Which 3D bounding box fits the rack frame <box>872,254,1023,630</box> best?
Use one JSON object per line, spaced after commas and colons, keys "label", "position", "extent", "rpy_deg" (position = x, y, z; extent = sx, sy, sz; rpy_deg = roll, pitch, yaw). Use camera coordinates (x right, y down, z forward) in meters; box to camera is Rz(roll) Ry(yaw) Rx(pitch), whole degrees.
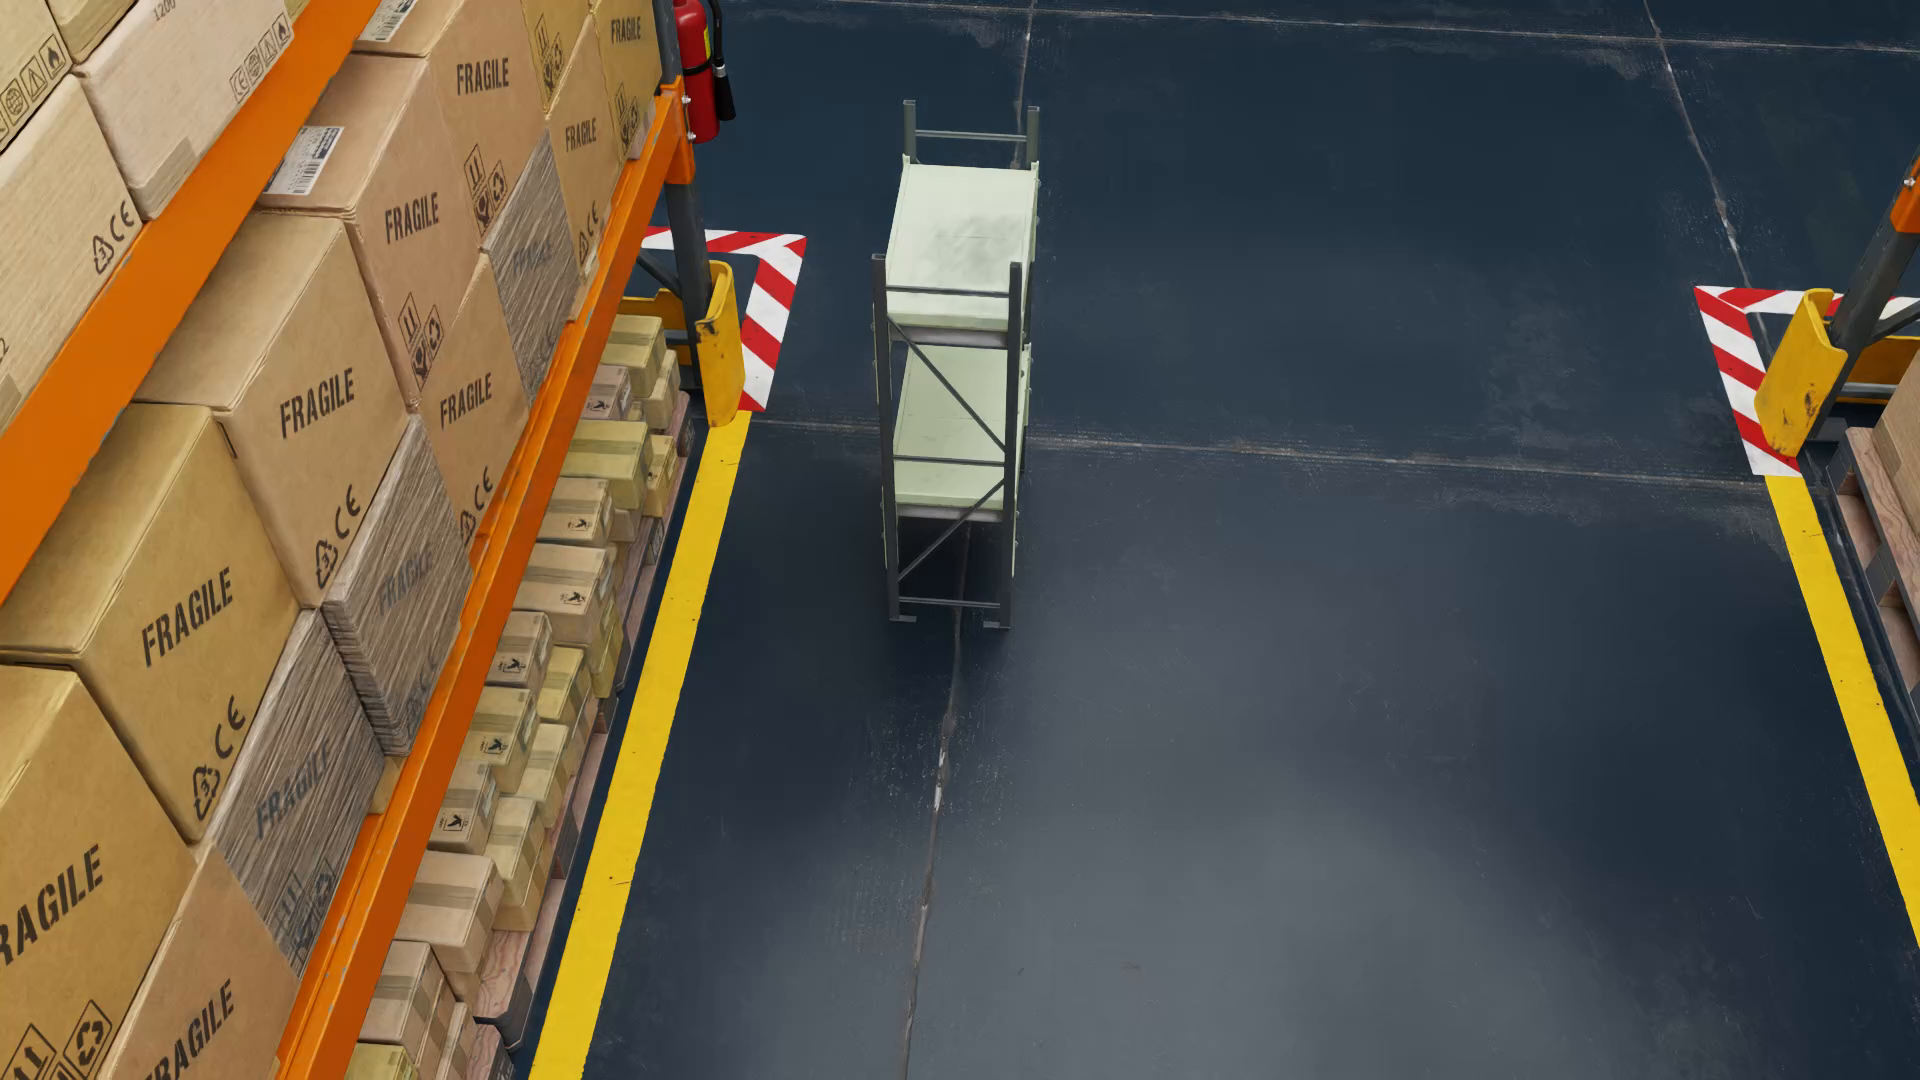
{"label": "rack frame", "position": [-0.034, -0.232, 4.946], "extent": [0.400, 1.500, 0.023], "rpy_deg": [4, 48, 4]}

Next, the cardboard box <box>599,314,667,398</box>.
{"label": "cardboard box", "position": [-1.196, -0.620, 5.529], "extent": [0.380, 0.149, 0.250], "rpy_deg": [4, 48, 4]}

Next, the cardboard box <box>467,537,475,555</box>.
{"label": "cardboard box", "position": [-1.363, 0.021, 3.868], "extent": [0.380, 0.149, 0.250], "rpy_deg": [5, 48, 5]}

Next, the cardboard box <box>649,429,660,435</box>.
{"label": "cardboard box", "position": [-1.241, -0.425, 5.753], "extent": [0.380, 0.149, 0.250], "rpy_deg": [5, 48, 4]}

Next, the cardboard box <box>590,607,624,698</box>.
{"label": "cardboard box", "position": [-1.243, 0.334, 5.060], "extent": [0.380, 0.149, 0.250], "rpy_deg": [2, 48, 2]}

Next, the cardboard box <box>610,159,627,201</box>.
{"label": "cardboard box", "position": [-1.209, -1.122, 4.914], "extent": [0.380, 0.149, 0.250], "rpy_deg": [4, 48, 3]}

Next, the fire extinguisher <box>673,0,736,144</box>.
{"label": "fire extinguisher", "position": [-0.918, -1.648, 5.530], "extent": [0.296, 0.674, 0.183], "rpy_deg": [4, 48, 4]}

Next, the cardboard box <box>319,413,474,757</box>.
{"label": "cardboard box", "position": [-1.349, 0.081, 3.374], "extent": [0.500, 0.500, 0.500], "rpy_deg": [3, 48, 3]}

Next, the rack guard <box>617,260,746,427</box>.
{"label": "rack guard", "position": [-1.407, -0.746, 6.094], "extent": [1.175, 0.500, 0.348], "rpy_deg": [4, 48, 4]}

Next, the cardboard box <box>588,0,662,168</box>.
{"label": "cardboard box", "position": [-1.185, -1.432, 4.758], "extent": [0.500, 0.500, 0.500], "rpy_deg": [5, 48, 4]}

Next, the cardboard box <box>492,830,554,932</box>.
{"label": "cardboard box", "position": [-1.334, 0.912, 4.531], "extent": [0.380, 0.149, 0.250], "rpy_deg": [3, 48, 2]}

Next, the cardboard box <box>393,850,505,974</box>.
{"label": "cardboard box", "position": [-1.363, 0.912, 4.128], "extent": [0.380, 0.149, 0.250], "rpy_deg": [5, 48, 4]}

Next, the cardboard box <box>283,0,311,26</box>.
{"label": "cardboard box", "position": [-1.305, -1.124, 2.815], "extent": [0.500, 0.250, 0.500], "rpy_deg": [6, 48, 5]}

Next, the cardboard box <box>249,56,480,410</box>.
{"label": "cardboard box", "position": [-1.324, -0.620, 3.338], "extent": [0.500, 0.500, 0.500], "rpy_deg": [2, 48, 2]}

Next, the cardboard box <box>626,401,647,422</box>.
{"label": "cardboard box", "position": [-1.242, -0.330, 5.465], "extent": [0.380, 0.149, 0.250], "rpy_deg": [3, 48, 3]}

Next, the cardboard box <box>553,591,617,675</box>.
{"label": "cardboard box", "position": [-1.244, 0.245, 4.939], "extent": [0.380, 0.149, 0.250], "rpy_deg": [5, 48, 4]}

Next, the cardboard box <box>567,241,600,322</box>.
{"label": "cardboard box", "position": [-1.216, -0.748, 4.571], "extent": [0.380, 0.149, 0.250], "rpy_deg": [5, 48, 5]}

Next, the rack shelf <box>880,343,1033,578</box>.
{"label": "rack shelf", "position": [-0.001, -0.281, 5.433], "extent": [0.431, 0.370, 0.720], "rpy_deg": [4, 48, 4]}

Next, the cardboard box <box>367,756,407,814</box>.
{"label": "cardboard box", "position": [-1.373, 0.418, 3.505], "extent": [0.380, 0.149, 0.250], "rpy_deg": [5, 48, 4]}

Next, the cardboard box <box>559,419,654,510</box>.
{"label": "cardboard box", "position": [-1.173, -0.240, 5.181], "extent": [0.380, 0.149, 0.250], "rpy_deg": [3, 48, 3]}

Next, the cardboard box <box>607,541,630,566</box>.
{"label": "cardboard box", "position": [-1.273, -0.040, 5.402], "extent": [0.380, 0.149, 0.250], "rpy_deg": [4, 48, 3]}

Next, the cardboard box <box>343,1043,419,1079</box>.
{"label": "cardboard box", "position": [-1.469, 1.286, 3.785], "extent": [0.380, 0.149, 0.250], "rpy_deg": [3, 48, 3]}

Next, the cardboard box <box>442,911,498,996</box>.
{"label": "cardboard box", "position": [-1.417, 0.997, 4.252], "extent": [0.380, 0.149, 0.250], "rpy_deg": [6, 48, 5]}

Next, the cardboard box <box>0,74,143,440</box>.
{"label": "cardboard box", "position": [-1.423, -0.359, 2.115], "extent": [0.500, 0.250, 0.500], "rpy_deg": [3, 48, 3]}

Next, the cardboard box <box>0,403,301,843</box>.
{"label": "cardboard box", "position": [-1.449, 0.125, 2.656], "extent": [0.500, 0.500, 0.500], "rpy_deg": [3, 48, 2]}

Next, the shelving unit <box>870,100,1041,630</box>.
{"label": "shelving unit", "position": [-0.001, -0.501, 5.192], "extent": [0.431, 1.500, 0.755], "rpy_deg": [4, 48, 4]}

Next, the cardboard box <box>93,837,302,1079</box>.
{"label": "cardboard box", "position": [-1.469, 0.812, 2.705], "extent": [0.500, 0.500, 0.500], "rpy_deg": [3, 48, 3]}

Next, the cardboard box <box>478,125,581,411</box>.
{"label": "cardboard box", "position": [-1.274, -0.681, 4.071], "extent": [0.500, 0.500, 0.500], "rpy_deg": [4, 48, 4]}

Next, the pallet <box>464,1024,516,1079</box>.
{"label": "pallet", "position": [-1.739, 1.739, 4.017], "extent": [1.003, 0.211, 1.213], "rpy_deg": [4, 48, 4]}

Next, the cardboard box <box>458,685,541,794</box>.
{"label": "cardboard box", "position": [-1.359, 0.527, 4.479], "extent": [0.380, 0.149, 0.250], "rpy_deg": [4, 48, 4]}

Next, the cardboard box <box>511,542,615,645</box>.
{"label": "cardboard box", "position": [-1.229, 0.147, 4.827], "extent": [0.380, 0.149, 0.250], "rpy_deg": [5, 48, 5]}

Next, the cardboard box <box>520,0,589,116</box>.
{"label": "cardboard box", "position": [-1.240, -1.392, 4.043], "extent": [0.500, 0.500, 0.500], "rpy_deg": [2, 48, 2]}

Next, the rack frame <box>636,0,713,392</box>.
{"label": "rack frame", "position": [-1.400, -1.646, 5.222], "extent": [1.000, 3.000, 0.127], "rpy_deg": [4, 48, 4]}

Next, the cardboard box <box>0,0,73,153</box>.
{"label": "cardboard box", "position": [-1.432, -0.540, 1.942], "extent": [0.500, 0.250, 0.500], "rpy_deg": [4, 48, 3]}

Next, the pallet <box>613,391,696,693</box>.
{"label": "pallet", "position": [-1.516, -0.054, 5.657], "extent": [1.003, 0.211, 1.213], "rpy_deg": [4, 48, 4]}

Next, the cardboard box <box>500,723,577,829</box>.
{"label": "cardboard box", "position": [-1.283, 0.636, 4.581], "extent": [0.380, 0.149, 0.250], "rpy_deg": [4, 48, 4]}

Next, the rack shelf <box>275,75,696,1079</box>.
{"label": "rack shelf", "position": [-1.583, 0.067, 4.144], "extent": [1.077, 0.370, 4.000], "rpy_deg": [4, 48, 4]}

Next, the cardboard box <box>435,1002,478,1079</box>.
{"label": "cardboard box", "position": [-1.443, 1.296, 4.179], "extent": [0.380, 0.149, 0.250], "rpy_deg": [3, 48, 3]}
